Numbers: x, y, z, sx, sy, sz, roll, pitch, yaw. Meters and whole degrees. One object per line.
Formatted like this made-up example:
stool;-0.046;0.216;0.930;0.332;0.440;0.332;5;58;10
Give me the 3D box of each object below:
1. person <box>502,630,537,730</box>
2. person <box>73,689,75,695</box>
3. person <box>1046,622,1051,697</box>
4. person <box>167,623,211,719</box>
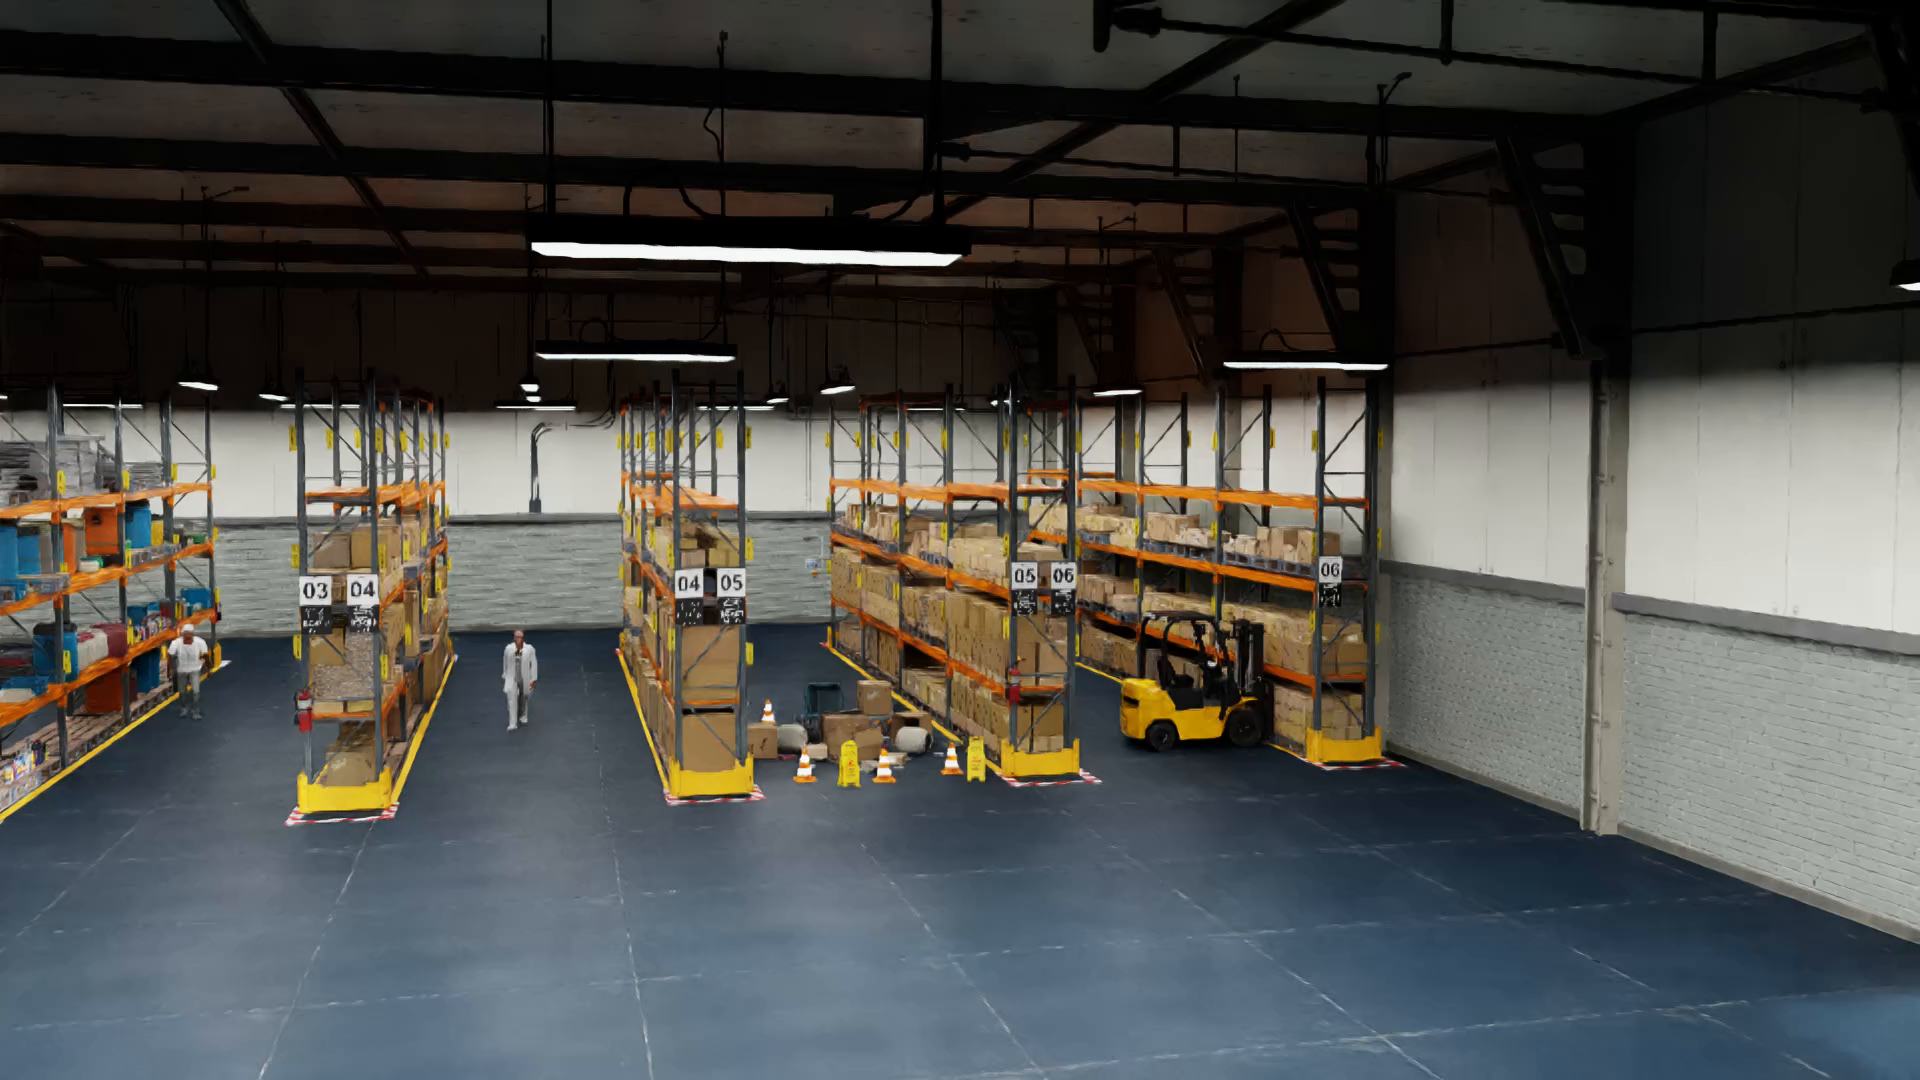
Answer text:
person;-7.656;2.403;28.924;0.589;1.697;1.175;-1;4;-16
person;-17.571;2.295;32.582;0.566;1.541;0.519;-1;4;-16
person;1.488;2.326;30.659;0.459;1.677;0.525;1;4;17
person;-13.937;2.347;30.058;0.709;1.732;0.685;-1;4;-22
